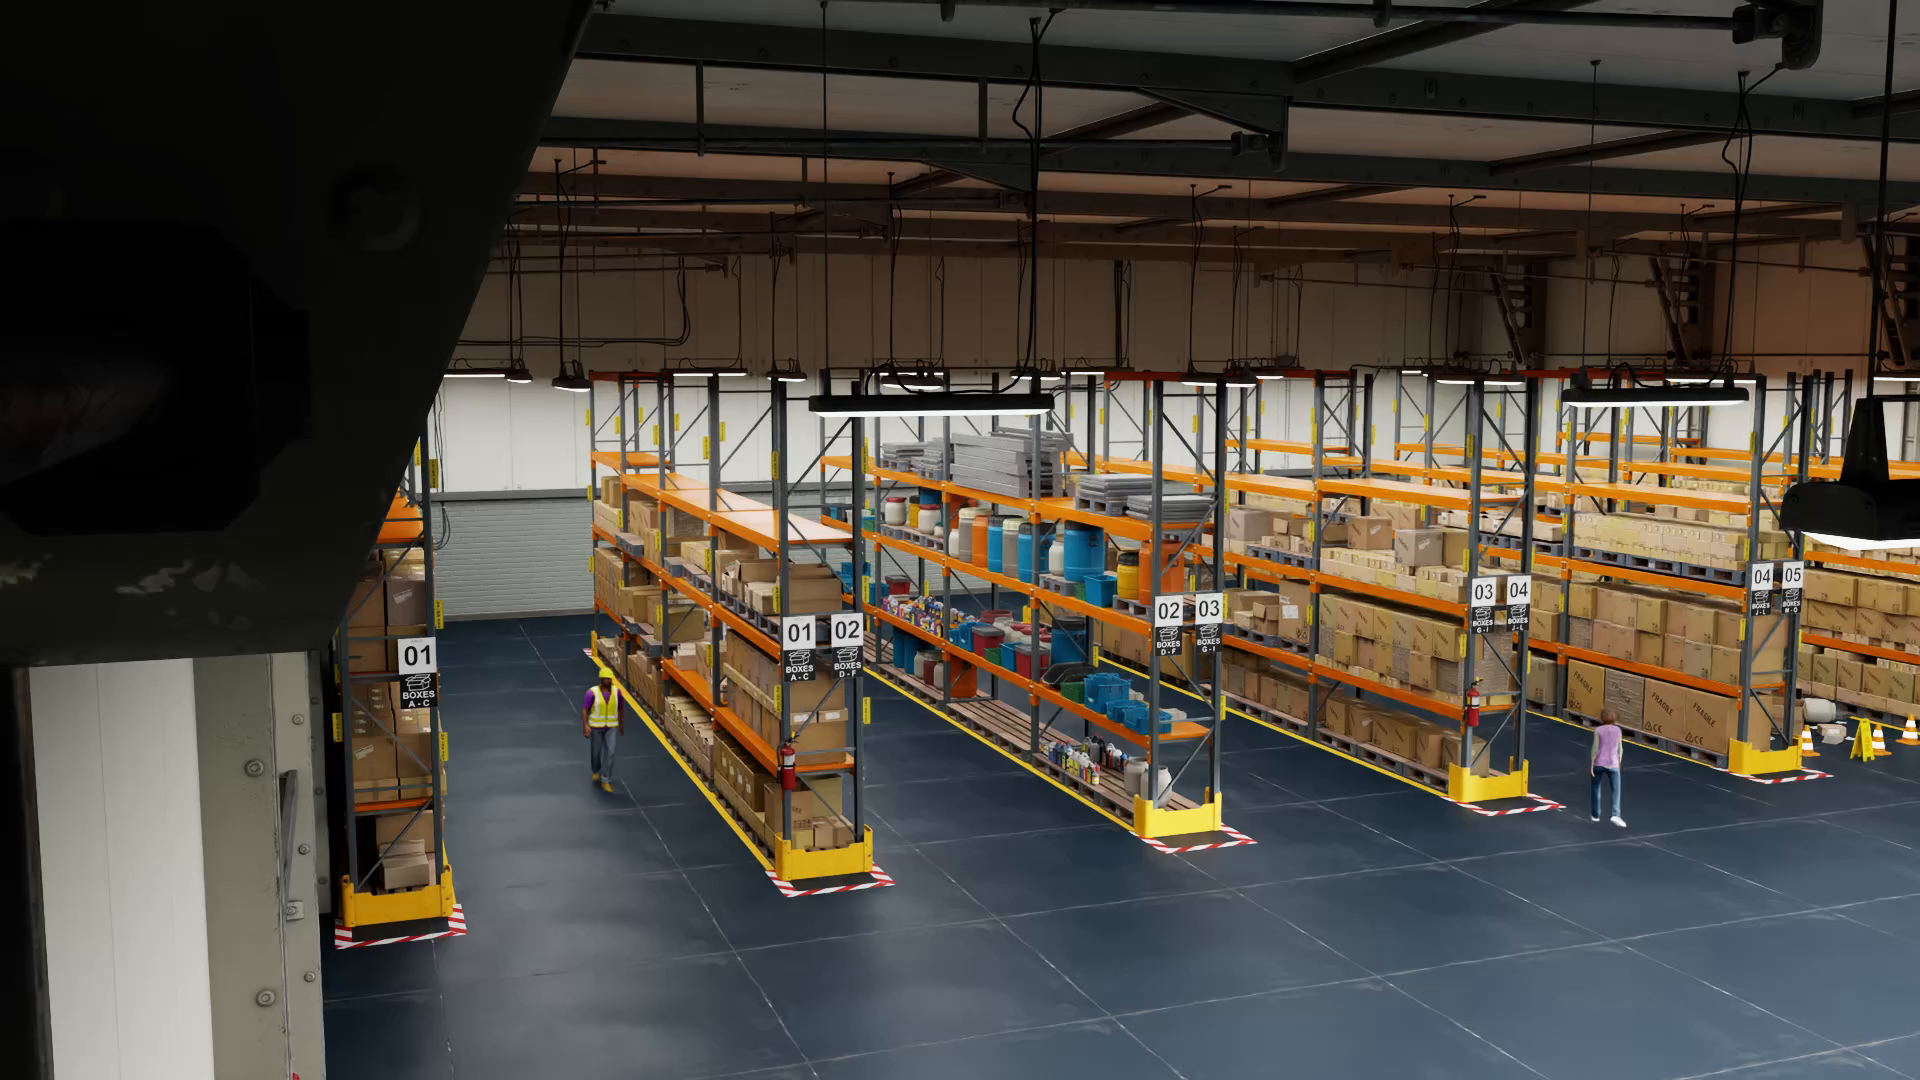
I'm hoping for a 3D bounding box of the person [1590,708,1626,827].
[{"bbox_3d":[8.718,3.049,22.366,0.466,1.587,0.682,2,7,16],"label":"person"}]

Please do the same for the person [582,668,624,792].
[{"bbox_3d":[-5.219,2.763,24.400,0.665,1.769,0.748,-3,7,-27],"label":"person"}]

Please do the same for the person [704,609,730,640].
[{"bbox_3d":[-4.794,1.853,32.684,0.679,1.684,0.648,-1,7,-12],"label":"person"}]
